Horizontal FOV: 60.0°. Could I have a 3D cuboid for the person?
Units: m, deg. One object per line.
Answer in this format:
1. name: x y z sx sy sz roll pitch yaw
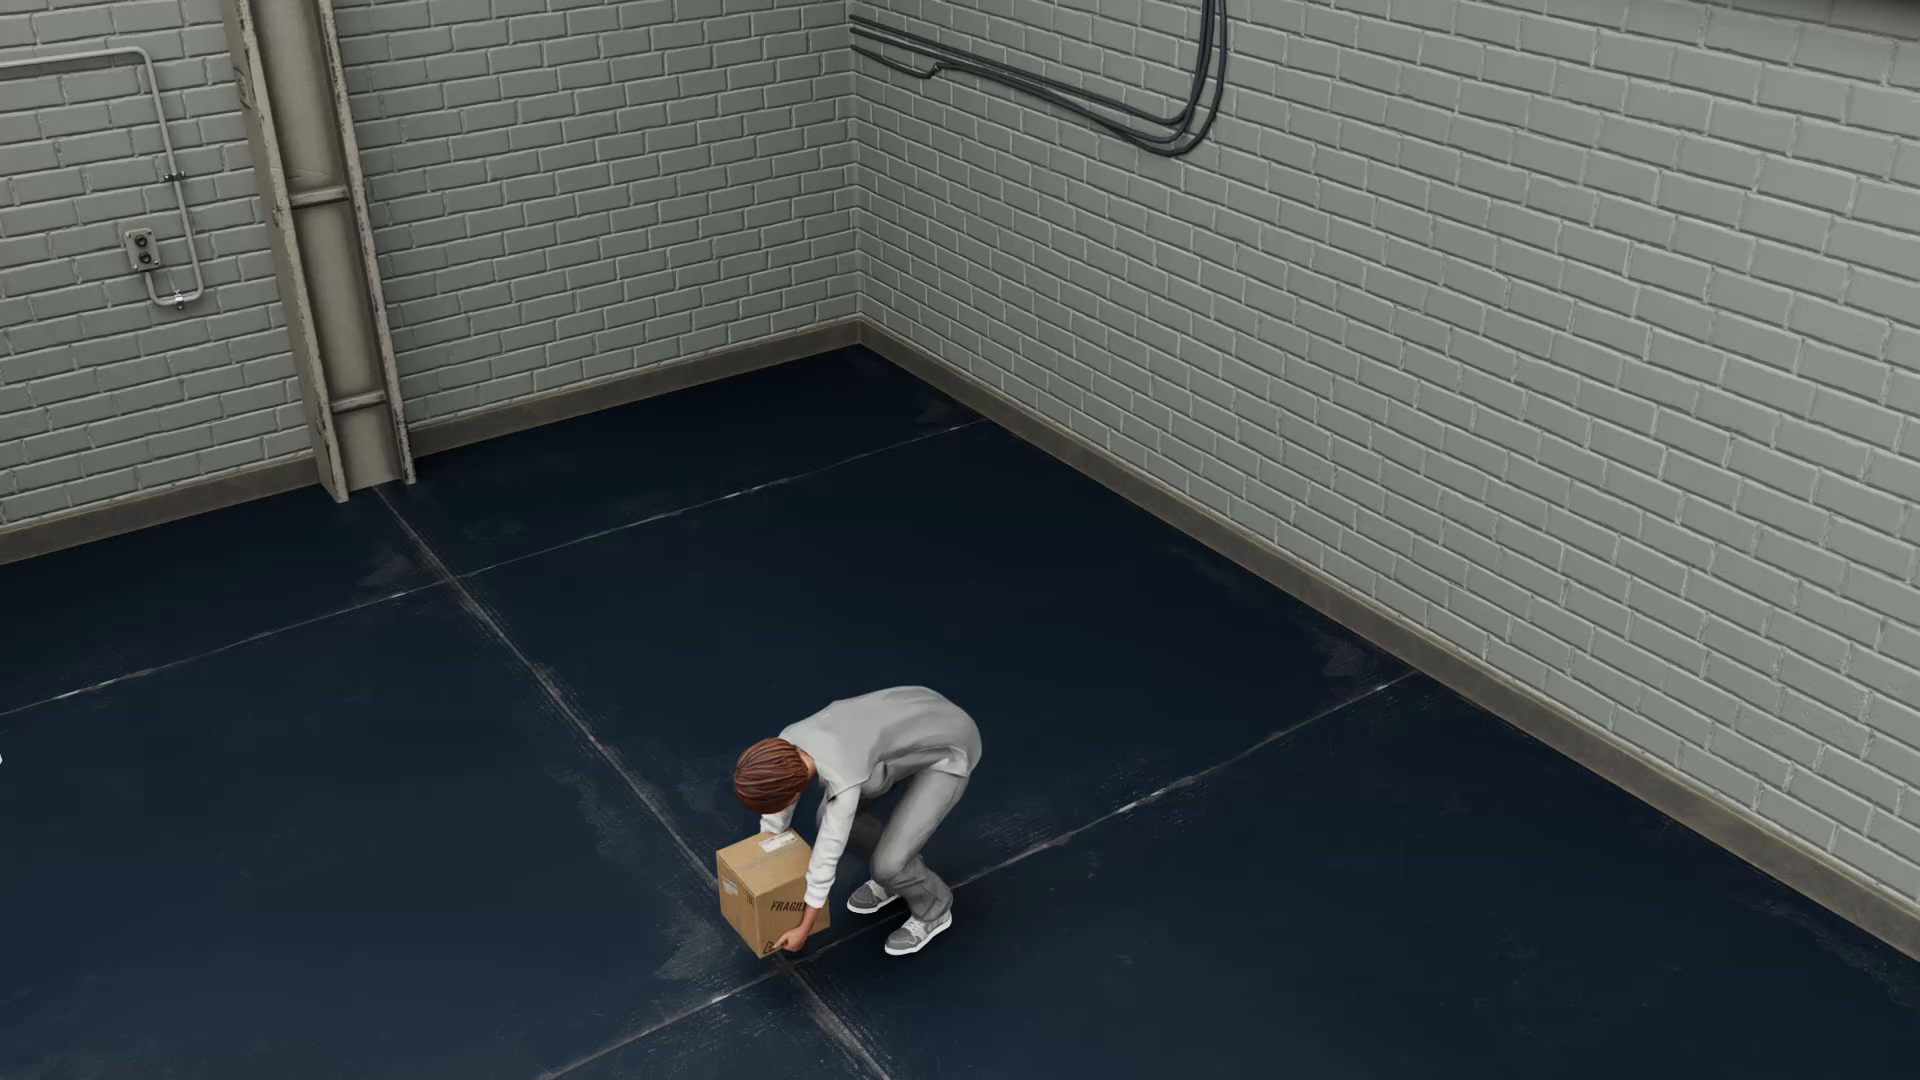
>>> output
1. person: -0.311 0.900 5.215 0.861 0.915 0.431 -21 35 -33
